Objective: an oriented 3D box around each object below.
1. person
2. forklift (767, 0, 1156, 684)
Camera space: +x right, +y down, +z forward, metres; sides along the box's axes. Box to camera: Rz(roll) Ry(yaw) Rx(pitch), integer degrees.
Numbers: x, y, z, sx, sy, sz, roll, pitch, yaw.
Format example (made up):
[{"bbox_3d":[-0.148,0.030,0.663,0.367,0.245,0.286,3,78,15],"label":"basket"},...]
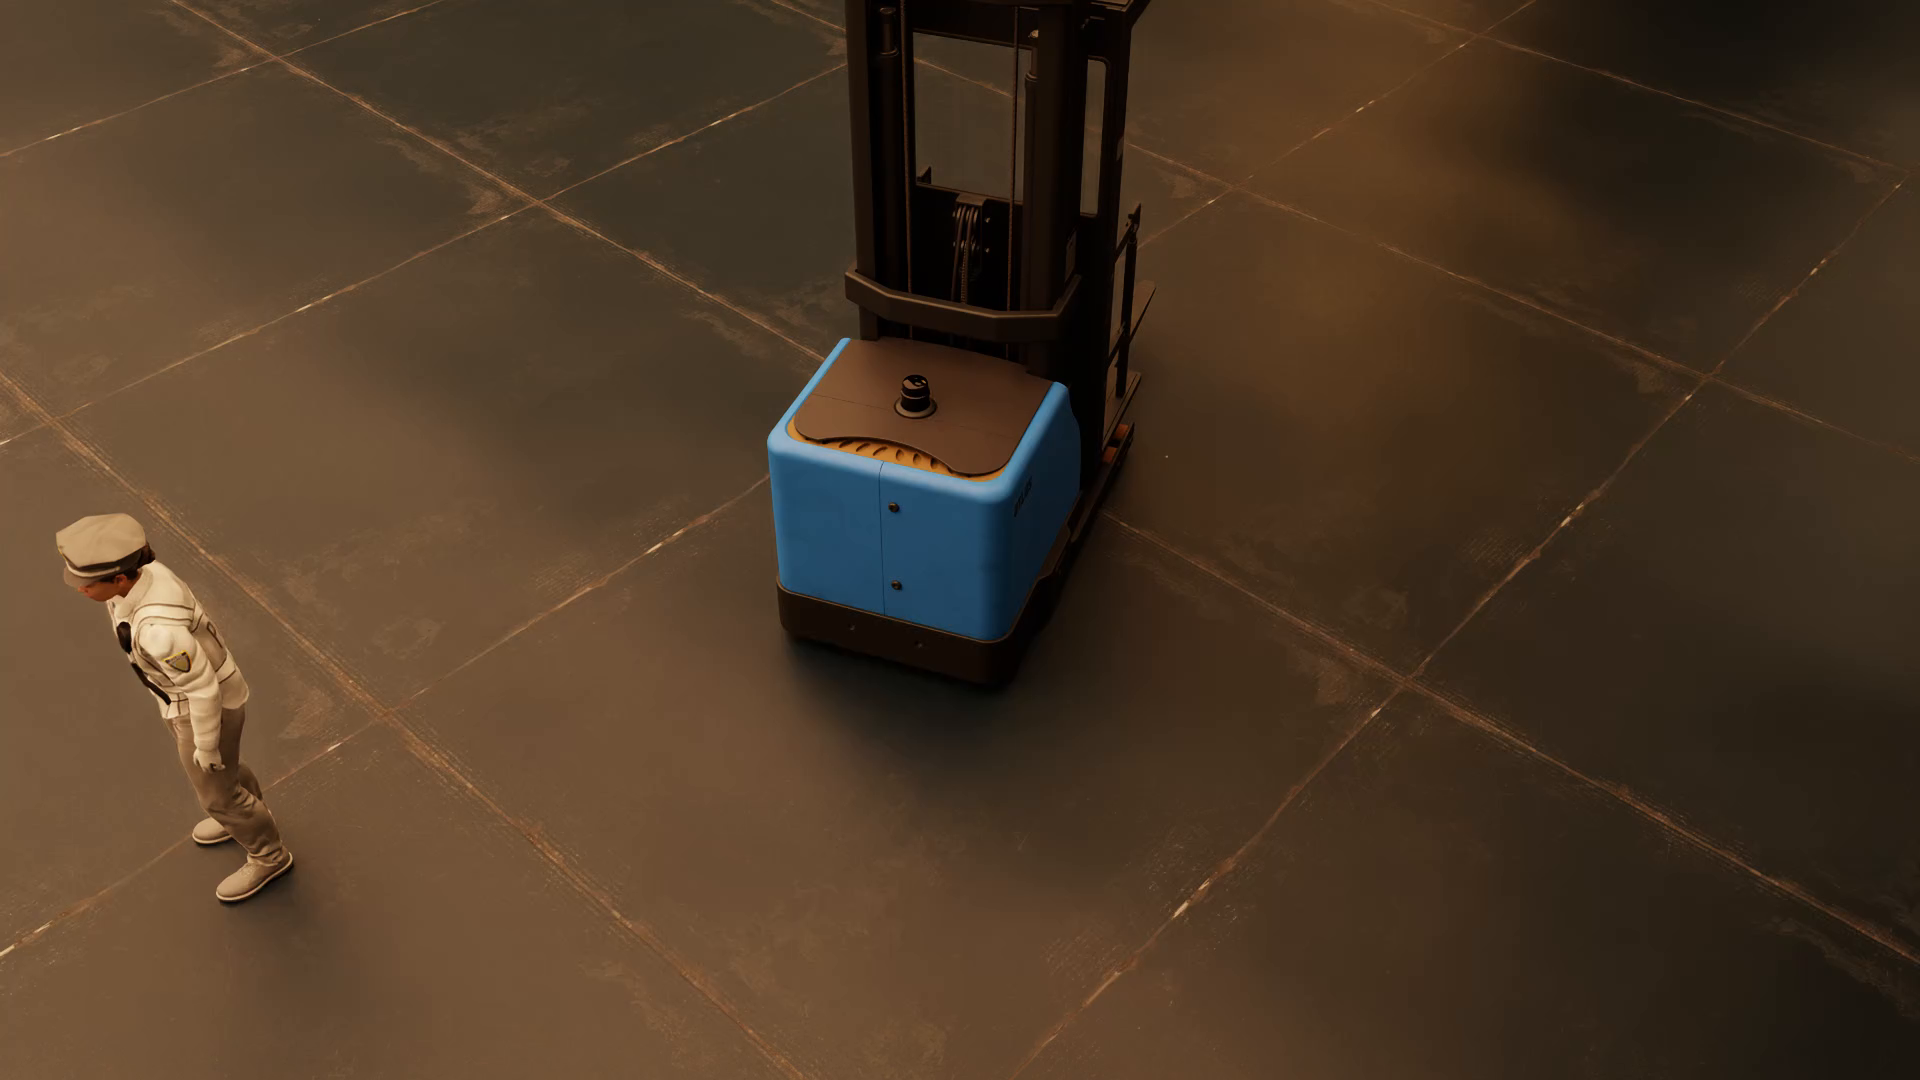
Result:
[{"bbox_3d":[-2.655,0.571,5.736,0.375,1.664,0.547,-26,47,-27],"label":"person"},{"bbox_3d":[0.211,-1.484,7.158,1.130,2.935,3.031,14,42,15],"label":"forklift"}]
